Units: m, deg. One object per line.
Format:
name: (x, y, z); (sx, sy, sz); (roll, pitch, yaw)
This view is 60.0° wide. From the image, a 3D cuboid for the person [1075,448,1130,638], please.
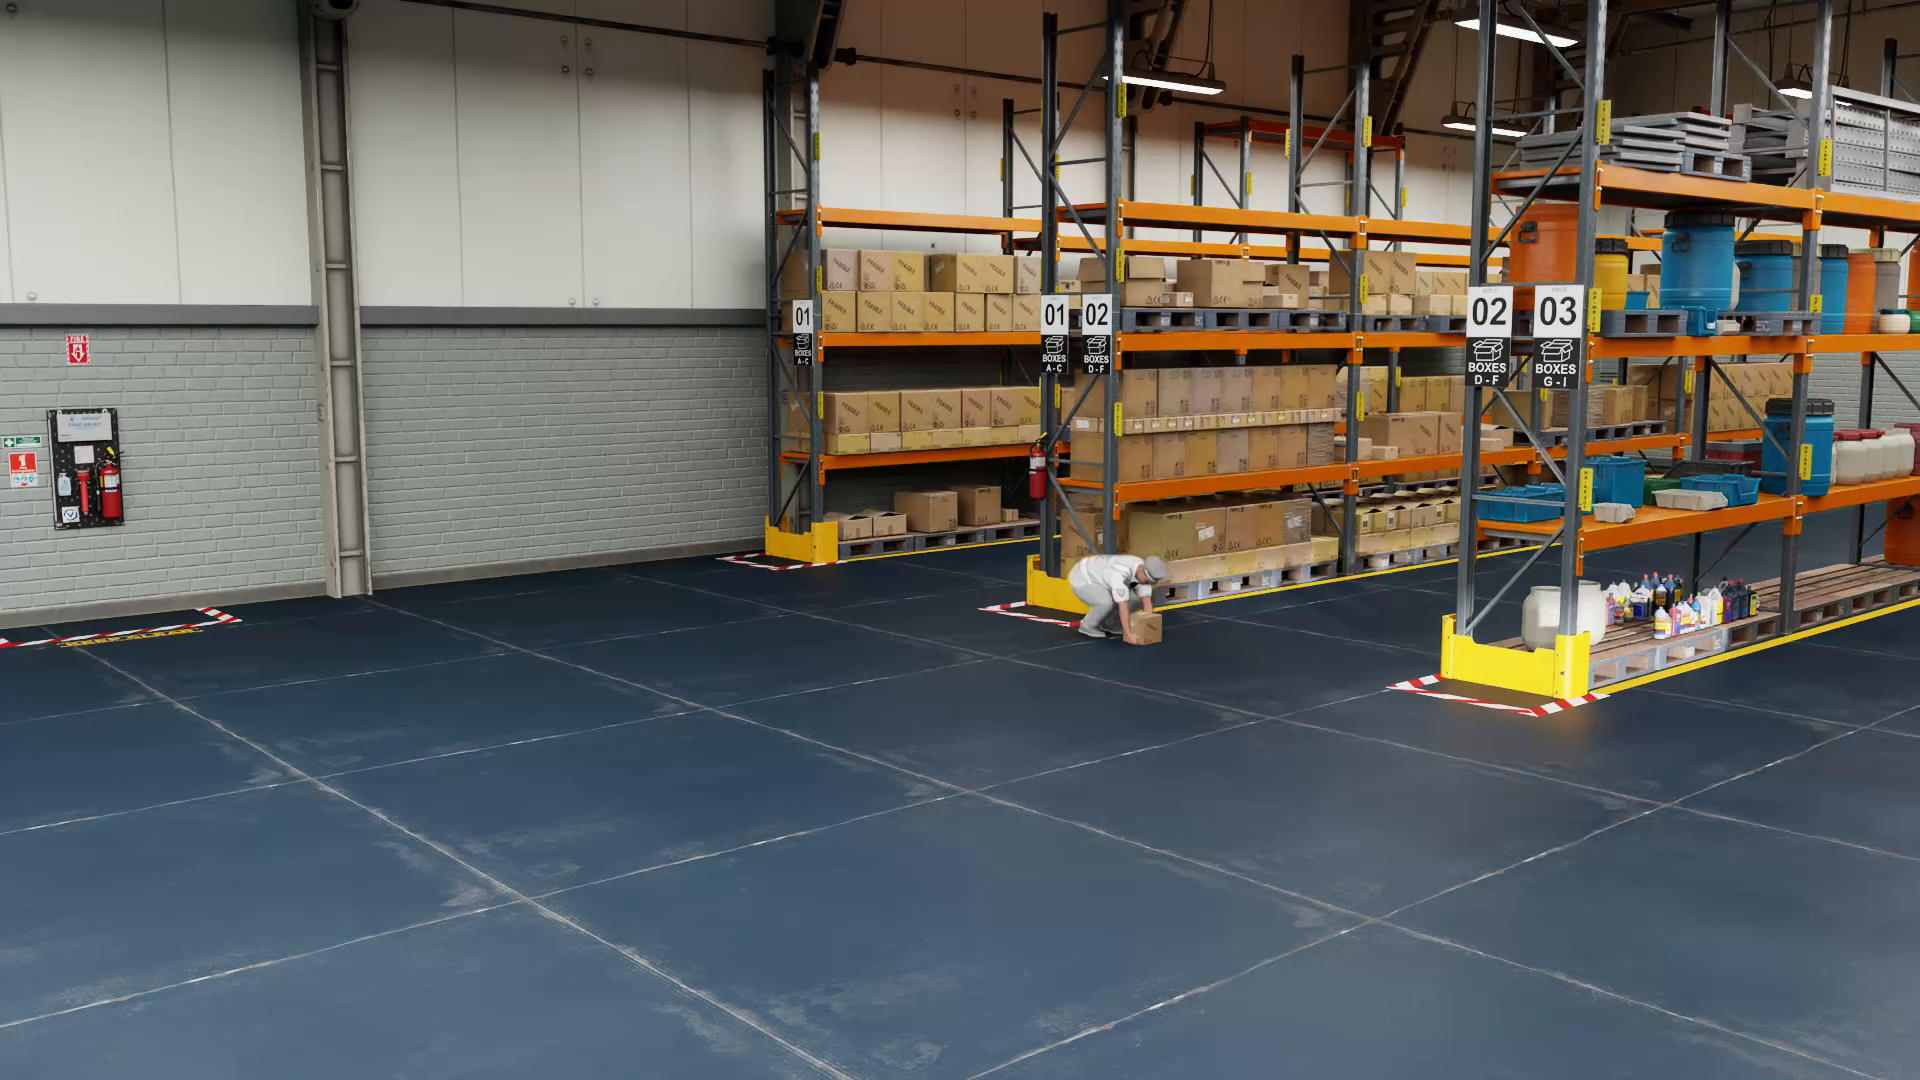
person: (1.327, 0.010, 15.617); (0.551, 1.761, 0.434); (-7, 10, -42)
